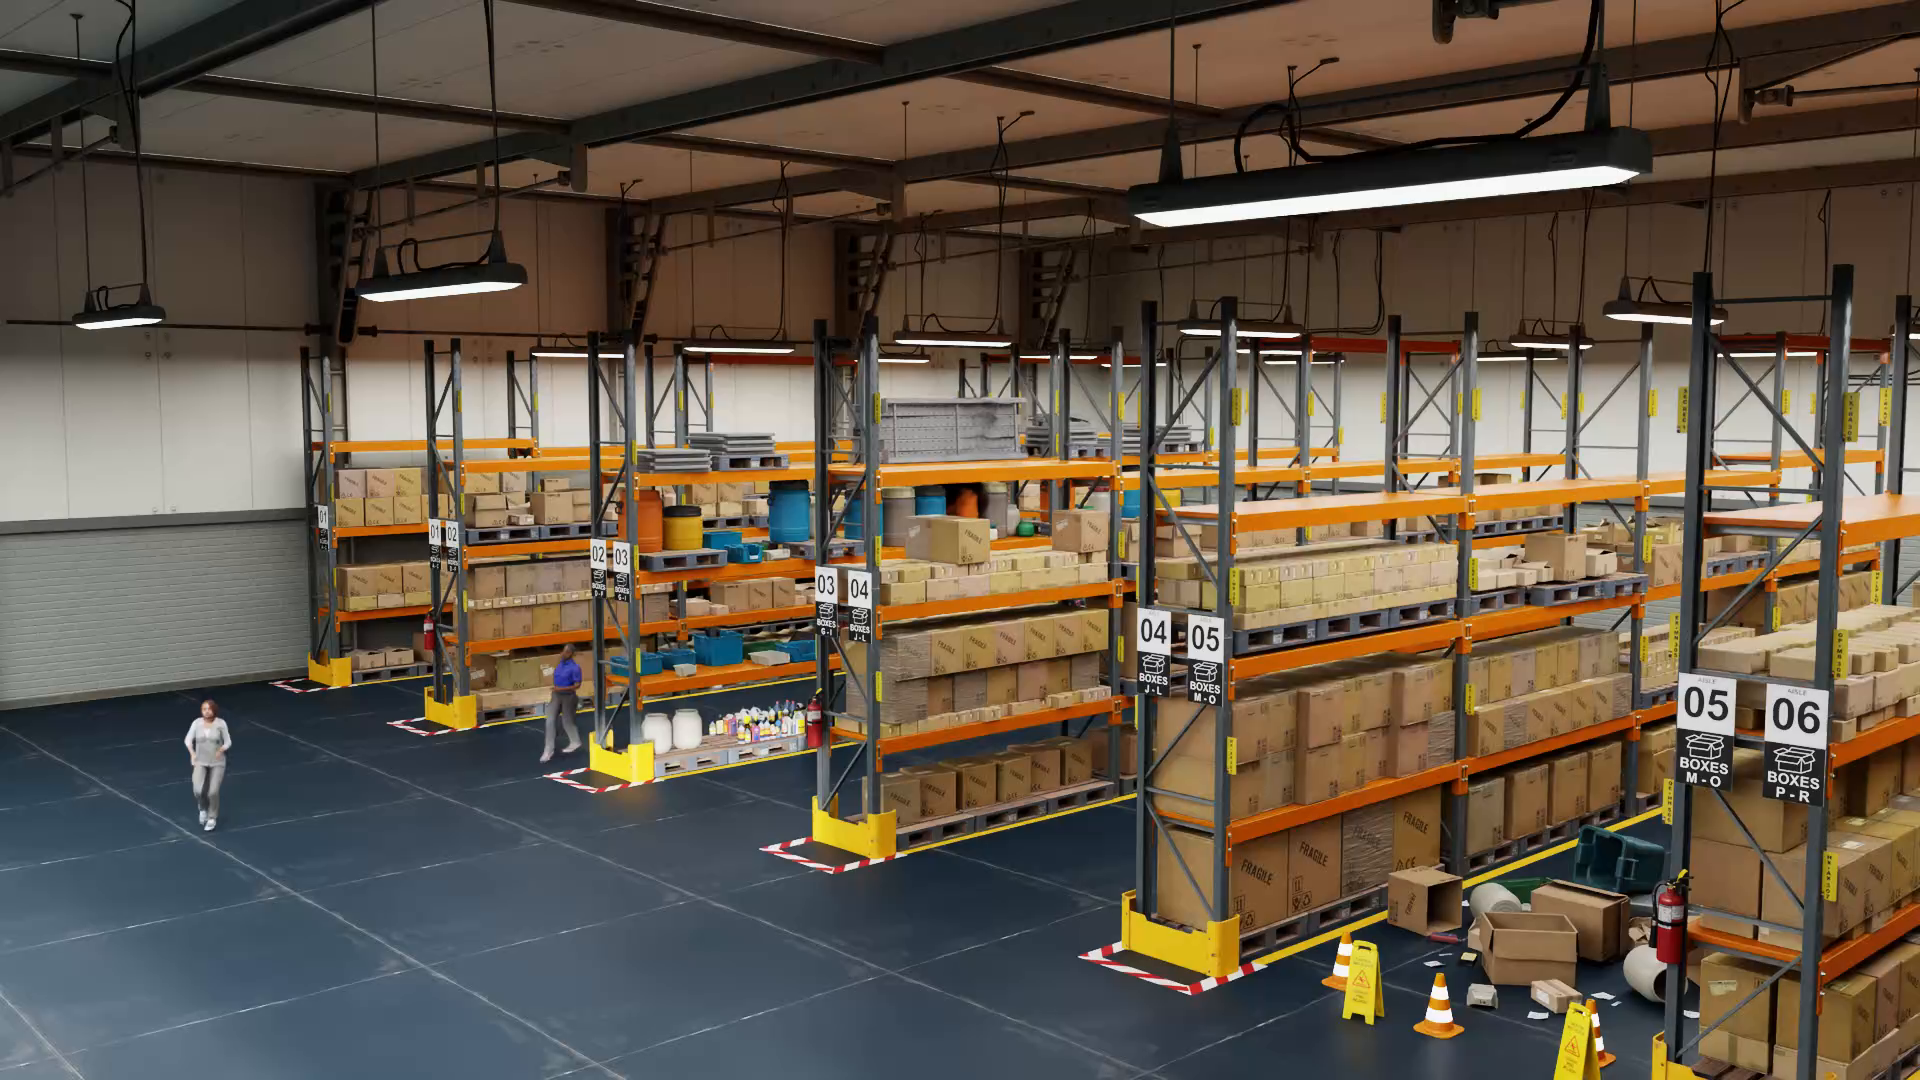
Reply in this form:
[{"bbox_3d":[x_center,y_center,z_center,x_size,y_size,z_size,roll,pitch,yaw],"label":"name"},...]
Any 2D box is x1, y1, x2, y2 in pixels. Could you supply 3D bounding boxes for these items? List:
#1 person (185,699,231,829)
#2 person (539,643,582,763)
[{"bbox_3d":[-8.866,2.659,19.606,0.514,1.558,0.541,-2,5,-19],"label":"person"},{"bbox_3d":[-5.547,2.291,23.517,0.570,1.688,0.742,2,6,25],"label":"person"}]
